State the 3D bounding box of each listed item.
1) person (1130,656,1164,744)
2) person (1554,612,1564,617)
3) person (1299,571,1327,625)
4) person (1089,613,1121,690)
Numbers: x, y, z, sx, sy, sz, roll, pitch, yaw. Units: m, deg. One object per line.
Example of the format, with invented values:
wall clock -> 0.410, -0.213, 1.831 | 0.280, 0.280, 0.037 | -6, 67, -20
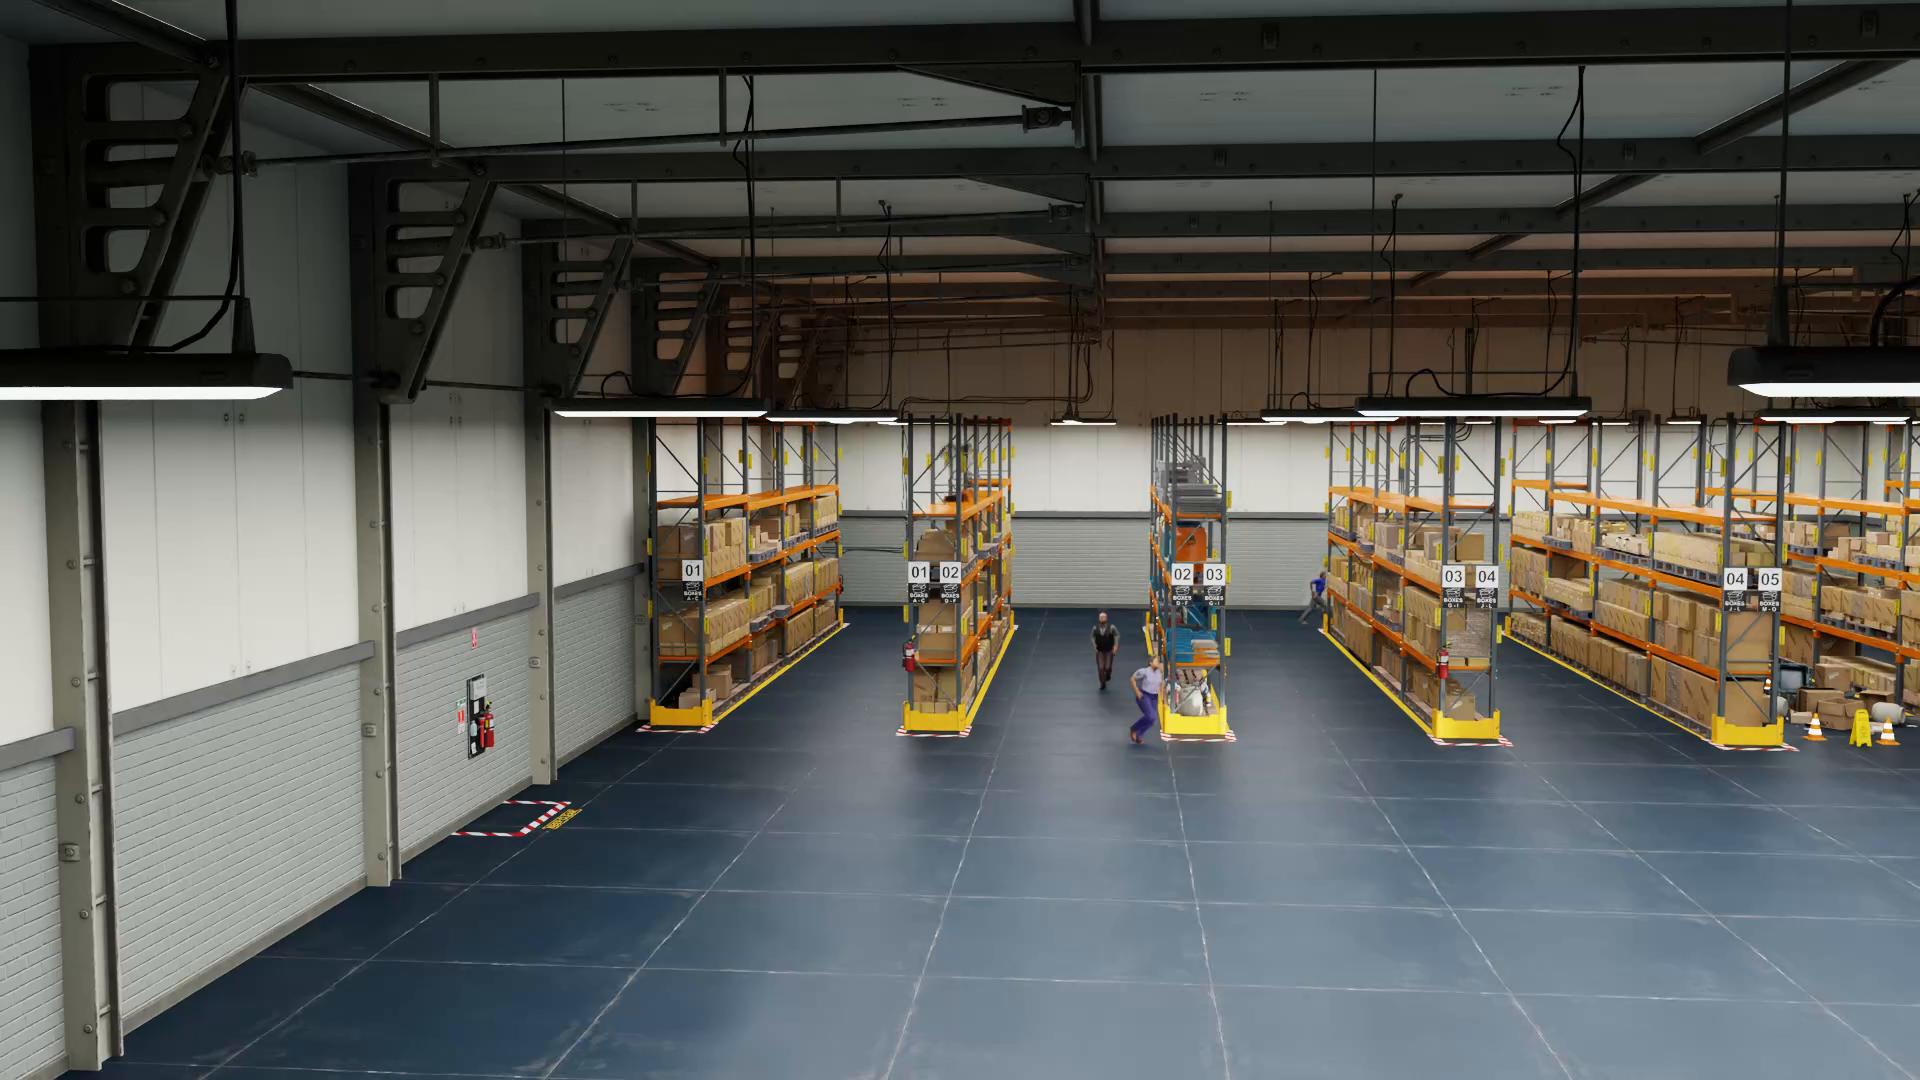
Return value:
person -> 3.435, 2.899, 30.203 | 0.680, 1.583, 0.539 | -3, 5, -40
person -> 17.147, 1.677, 47.205 | 0.918, 1.764, 0.712 | 0, 4, -6
person -> 10.239, 1.705, 47.863 | 0.899, 1.660, 0.573 | 1, 4, 15
person -> 3.171, 2.437, 36.456 | 0.674, 1.688, 0.653 | 1, 4, 14
